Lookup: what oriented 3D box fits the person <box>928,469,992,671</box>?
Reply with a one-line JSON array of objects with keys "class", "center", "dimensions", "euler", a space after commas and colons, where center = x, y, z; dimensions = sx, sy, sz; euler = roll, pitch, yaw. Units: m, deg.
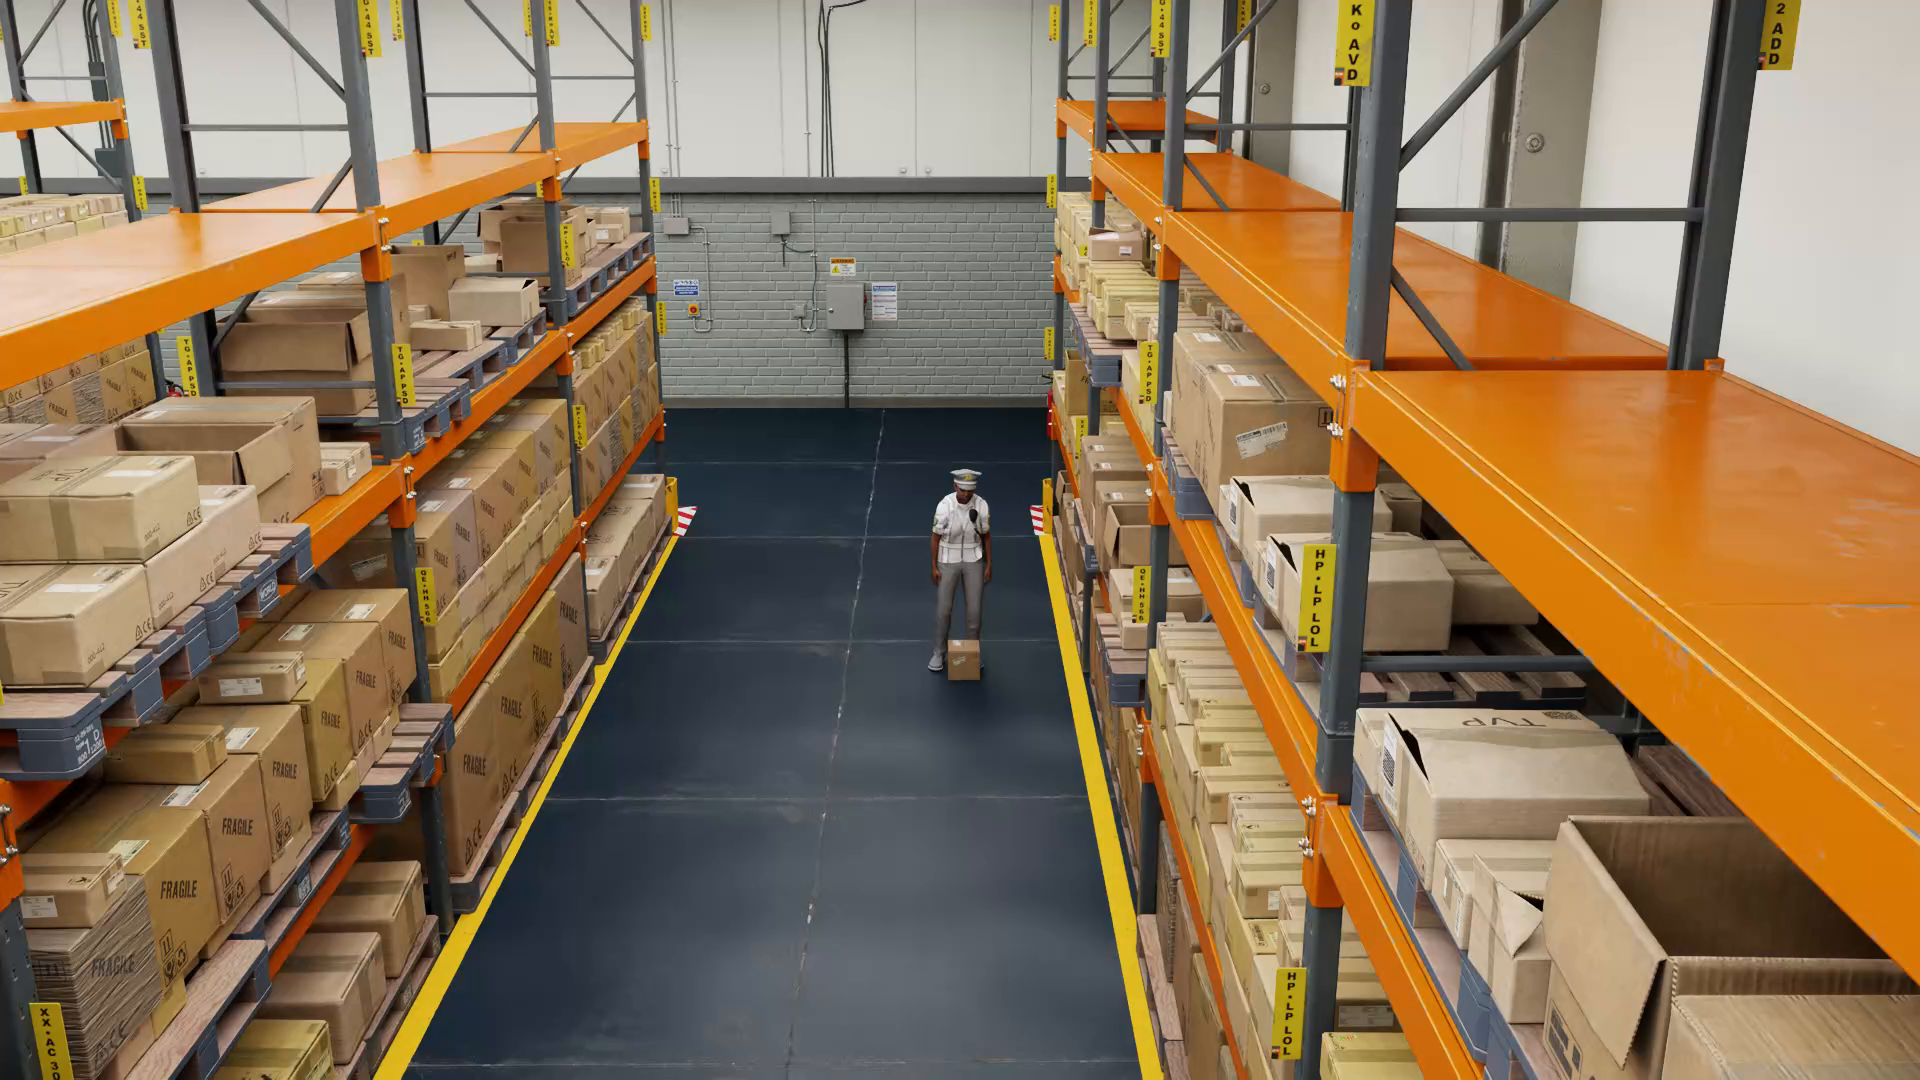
[{"class": "person", "center": [-0.002, 0.220, 13.359], "dimensions": [0.533, 1.661, 0.396], "euler": [-2, 17, -6]}]
